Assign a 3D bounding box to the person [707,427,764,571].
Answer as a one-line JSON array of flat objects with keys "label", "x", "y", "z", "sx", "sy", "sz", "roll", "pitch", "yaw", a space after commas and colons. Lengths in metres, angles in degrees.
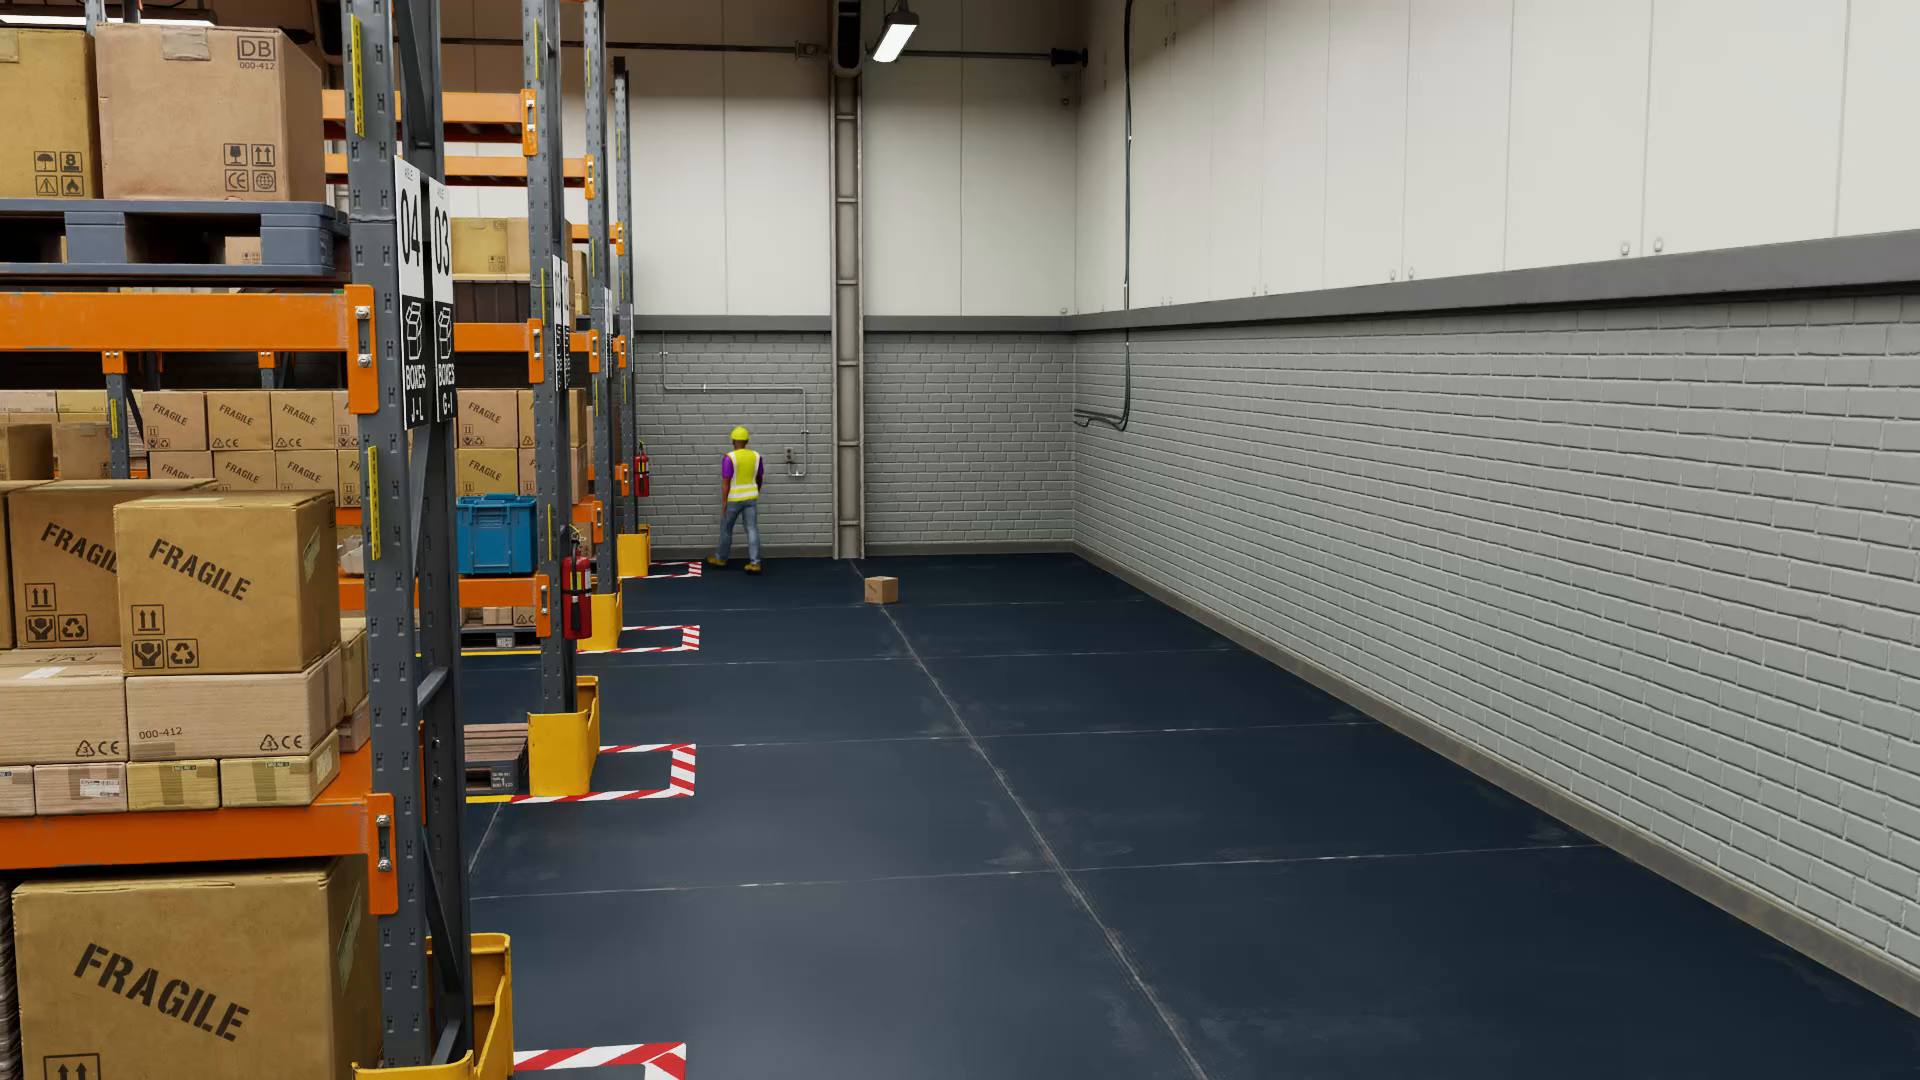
[{"label": "person", "x": -2.676, "y": -0.514, "z": 20.025, "sx": 0.597, "sy": 1.707, "sz": 1.009, "roll": -4, "pitch": 7, "yaw": -29}]
